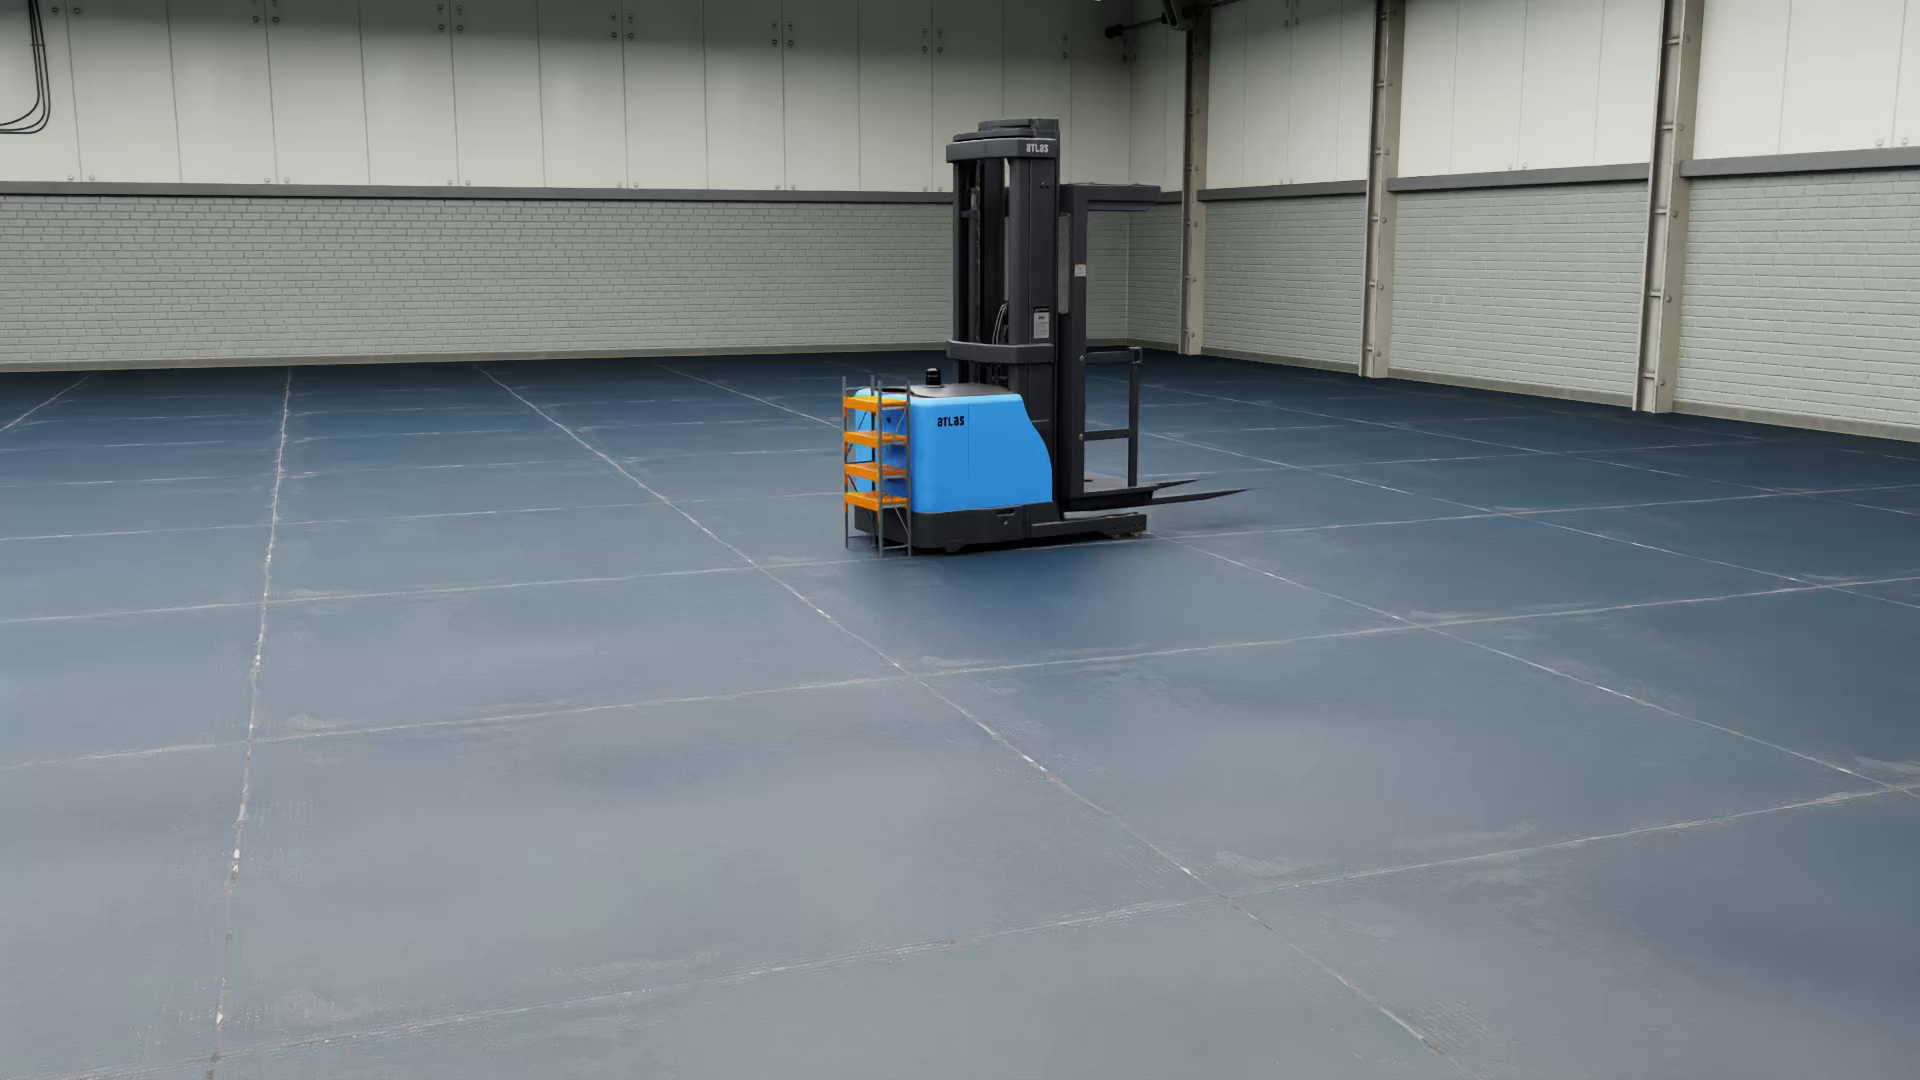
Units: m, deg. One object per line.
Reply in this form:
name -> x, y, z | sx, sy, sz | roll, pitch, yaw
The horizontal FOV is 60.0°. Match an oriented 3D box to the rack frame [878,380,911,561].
rack frame -> -0.435, -0.461, 11.085 | 0.240, 1.200, 0.015 | -6, 12, -32

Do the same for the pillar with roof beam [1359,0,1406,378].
pillar with roof beam -> 2.611, -6.772, 24.295 | 9.100, 9.000, 0.400 | -4, 11, -21

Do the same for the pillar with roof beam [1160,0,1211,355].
pillar with roof beam -> 0.437, -7.751, 29.801 | 9.100, 9.000, 0.548 | -4, 11, -21

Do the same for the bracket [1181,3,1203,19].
bracket -> 4.269, -9.706, 30.514 | 0.235, 0.232, 0.430 | -4, 11, -21

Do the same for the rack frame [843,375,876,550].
rack frame -> -0.695, -0.533, 11.492 | 0.240, 1.200, 0.015 | -6, 12, -32

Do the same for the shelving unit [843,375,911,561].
shelving unit -> -0.565, -0.497, 11.289 | 0.258, 1.200, 0.503 | -6, 12, -32

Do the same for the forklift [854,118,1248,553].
forklift -> 0.764, -1.526, 12.127 | 3.031, 2.935, 1.130 | -6, 12, -31

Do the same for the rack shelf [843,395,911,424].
rack shelf -> -0.565, -0.884, 11.220 | 0.258, 0.148, 0.480 | -6, 12, -32

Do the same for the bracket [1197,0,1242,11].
bracket -> 5.203, -9.286, 28.150 | 0.076, 0.066, 4.783 | -4, 11, -21

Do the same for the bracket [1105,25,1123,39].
bracket -> 3.109, -10.229, 33.450 | 0.235, 0.232, 0.430 | -4, 11, -21

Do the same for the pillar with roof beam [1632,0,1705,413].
pillar with roof beam -> 4.786, -5.792, 18.789 | 9.100, 9.000, 0.400 | -4, 11, -21

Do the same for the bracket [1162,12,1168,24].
bracket -> 3.968, -9.842, 31.275 | 0.235, 0.232, 0.430 | -4, 11, -21

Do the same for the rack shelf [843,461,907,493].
rack shelf -> -0.565, -0.431, 11.300 | 0.258, 0.148, 0.480 | -6, 12, -32

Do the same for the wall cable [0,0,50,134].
wall cable -> -15.891, -8.864, 26.348 | 2.305, 6.003, 0.169 | -4, 11, -21

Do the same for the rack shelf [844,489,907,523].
rack shelf -> -0.565, -0.235, 11.335 | 0.258, 0.148, 0.480 | -6, 12, -32

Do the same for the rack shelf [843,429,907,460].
rack shelf -> -0.565, -0.651, 11.261 | 0.258, 0.148, 0.480 | -6, 12, -32

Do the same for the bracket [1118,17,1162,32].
bracket -> 3.323, -10.132, 32.908 | 0.076, 0.066, 3.189 | -4, 11, -21
